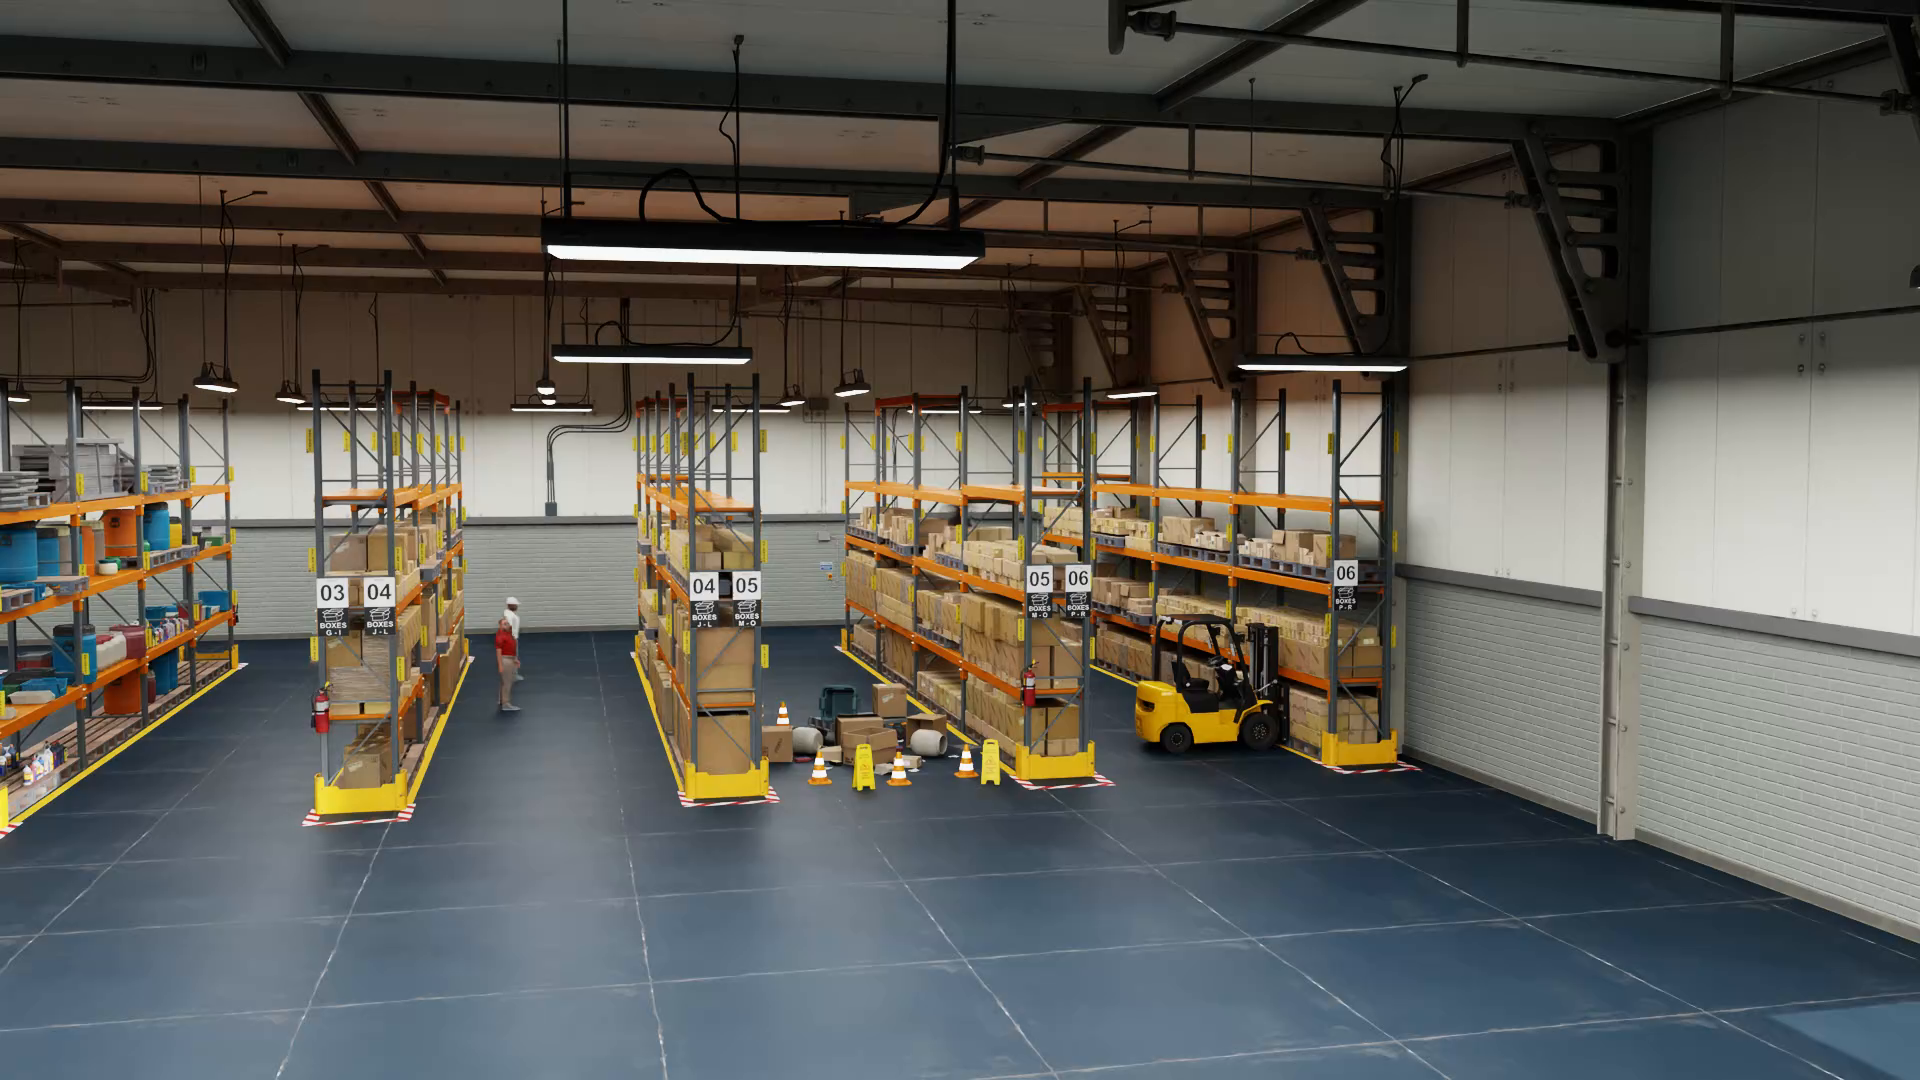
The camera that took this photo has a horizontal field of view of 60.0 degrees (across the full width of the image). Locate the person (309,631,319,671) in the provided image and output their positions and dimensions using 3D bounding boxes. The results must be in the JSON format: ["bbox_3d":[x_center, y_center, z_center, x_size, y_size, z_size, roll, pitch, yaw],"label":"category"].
[{"bbox_3d":[-12.211,2.310,32.143,0.713,1.673,1.065,-1,3,-12],"label":"person"}]

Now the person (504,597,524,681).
[{"bbox_3d":[-9.422,2.083,35.088,0.408,1.769,0.632,-1,3,-16],"label":"person"}]

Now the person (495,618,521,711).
[{"bbox_3d":[-8.483,2.331,31.238,0.465,1.727,0.585,-1,3,-17],"label":"person"}]
